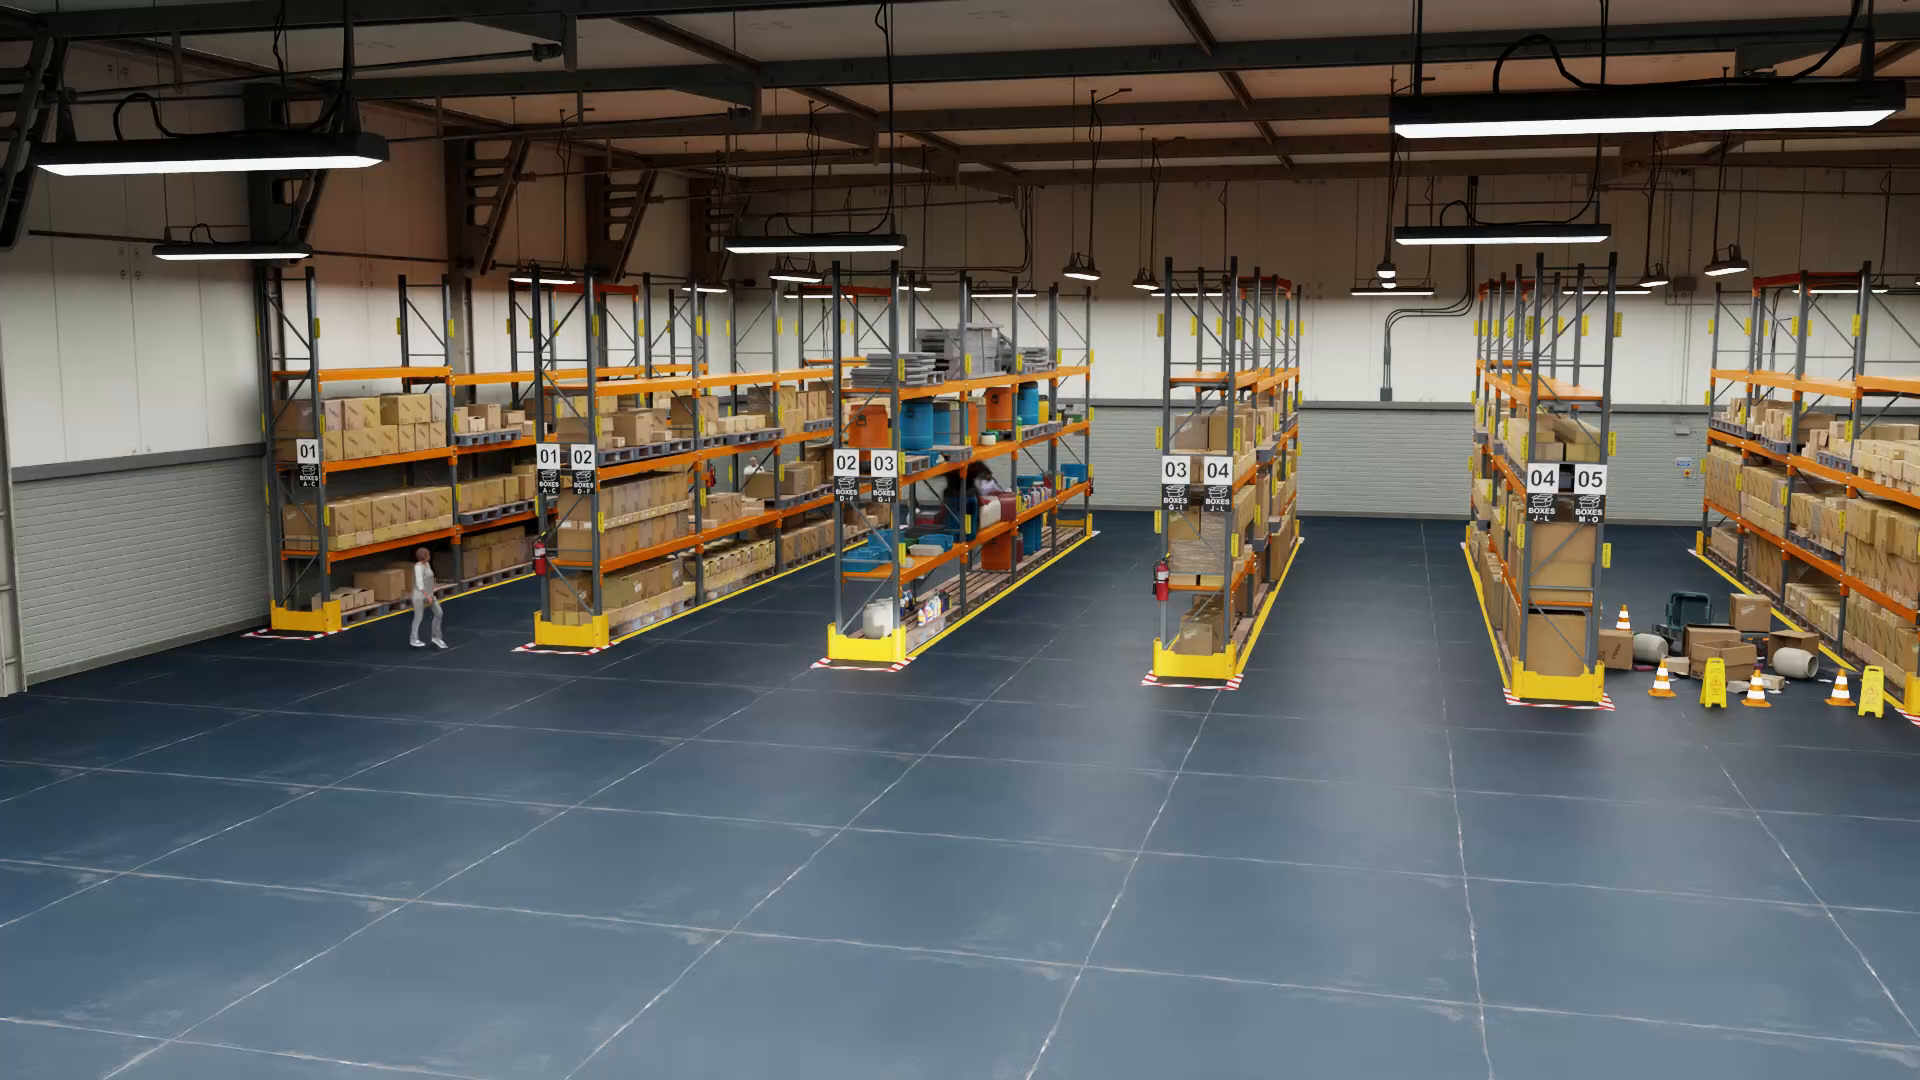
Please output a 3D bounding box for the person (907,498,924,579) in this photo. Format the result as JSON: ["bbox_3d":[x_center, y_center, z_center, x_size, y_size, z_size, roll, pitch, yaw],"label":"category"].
[{"bbox_3d":[-0.982,-0.039,33.175,0.562,1.675,0.480,-3,8,-19],"label":"person"}]

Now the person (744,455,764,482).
[{"bbox_3d":[-5.240,-1.304,42.867,0.629,1.764,0.475,-3,8,-22],"label":"person"}]

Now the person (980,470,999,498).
[{"bbox_3d":[0.681,-0.914,40.429,0.603,1.599,0.978,5,9,35],"label":"person"}]

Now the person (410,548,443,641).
[{"bbox_3d":[-8.417,0.857,26.038,0.580,1.498,0.405,3,8,23],"label":"person"}]

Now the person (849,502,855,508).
[{"bbox_3d":[-2.969,-1.296,43.098,0.602,1.690,1.035,3,8,23],"label":"person"}]
